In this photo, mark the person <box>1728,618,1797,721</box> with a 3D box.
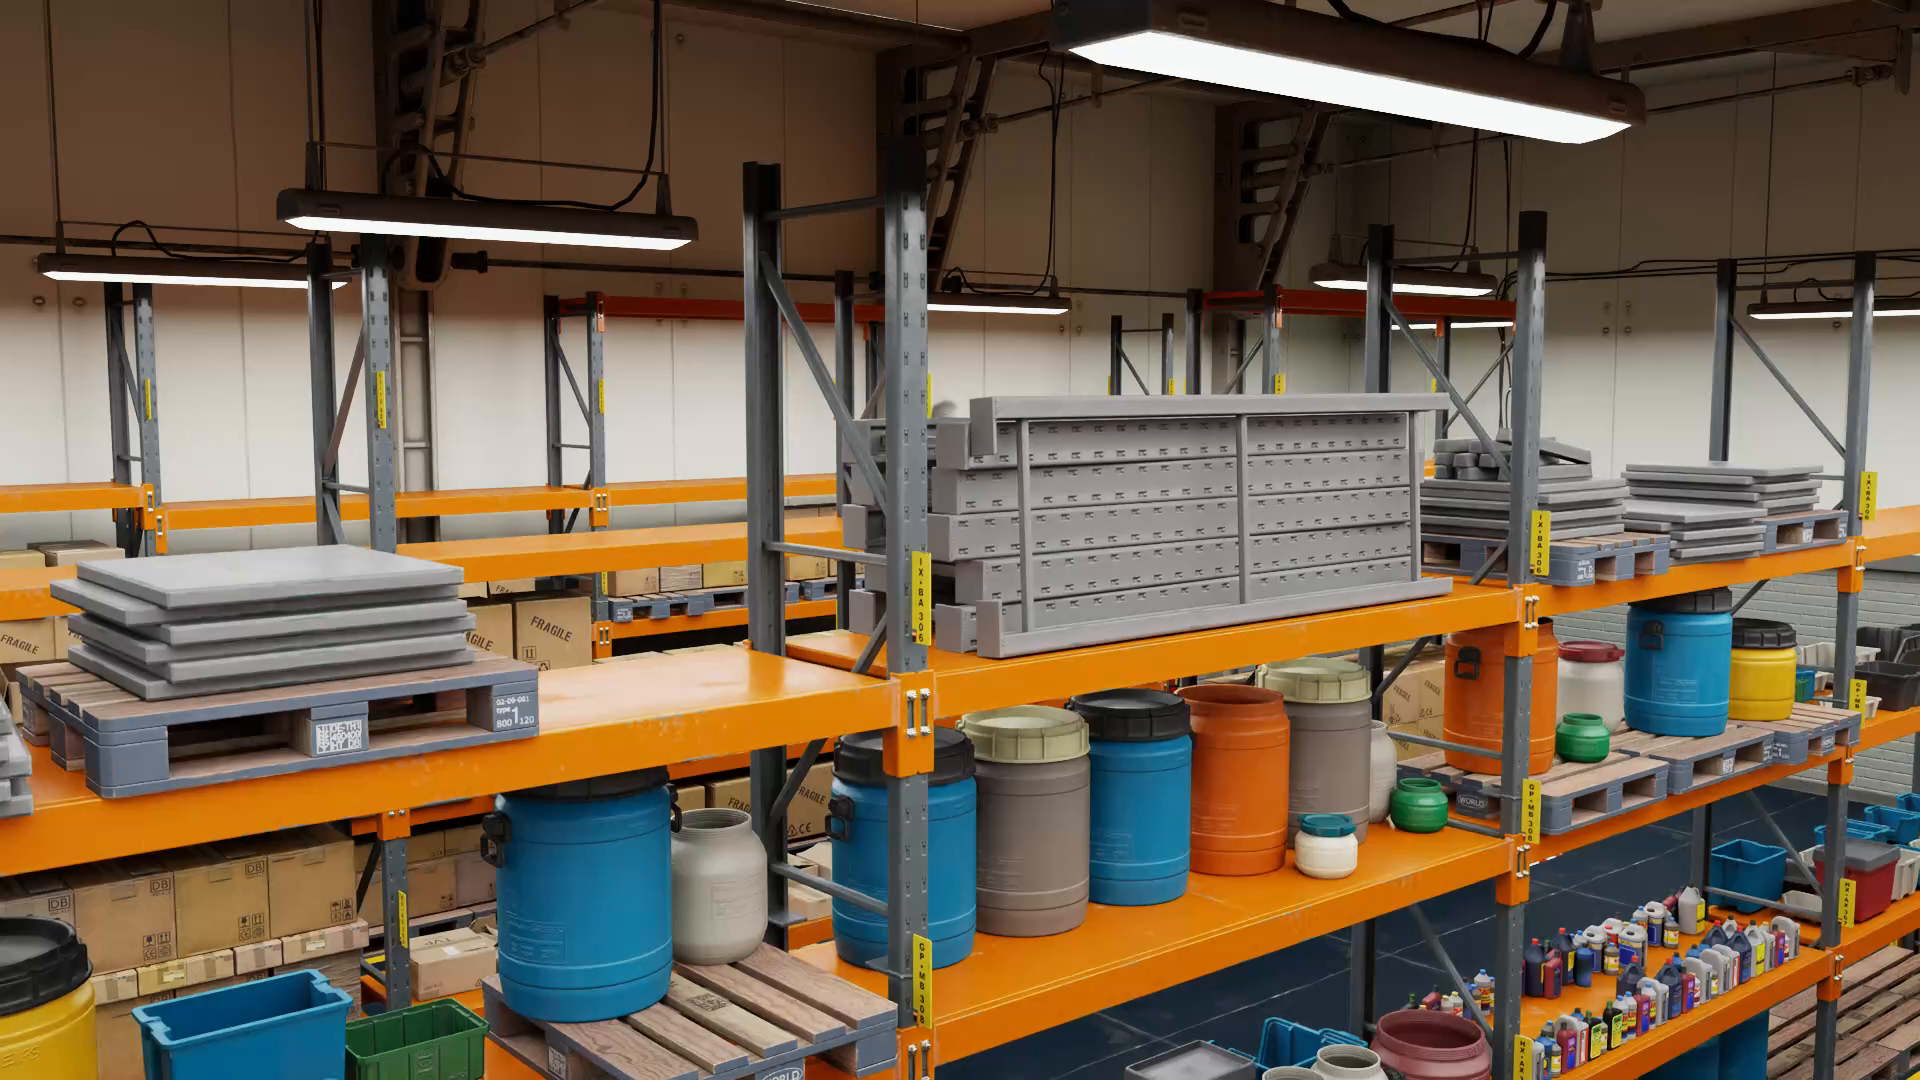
[{"bbox_3d":[11.970,2.351,6.053,4.220,2.717,17.082,-5,7,-42],"label":"person"}]
